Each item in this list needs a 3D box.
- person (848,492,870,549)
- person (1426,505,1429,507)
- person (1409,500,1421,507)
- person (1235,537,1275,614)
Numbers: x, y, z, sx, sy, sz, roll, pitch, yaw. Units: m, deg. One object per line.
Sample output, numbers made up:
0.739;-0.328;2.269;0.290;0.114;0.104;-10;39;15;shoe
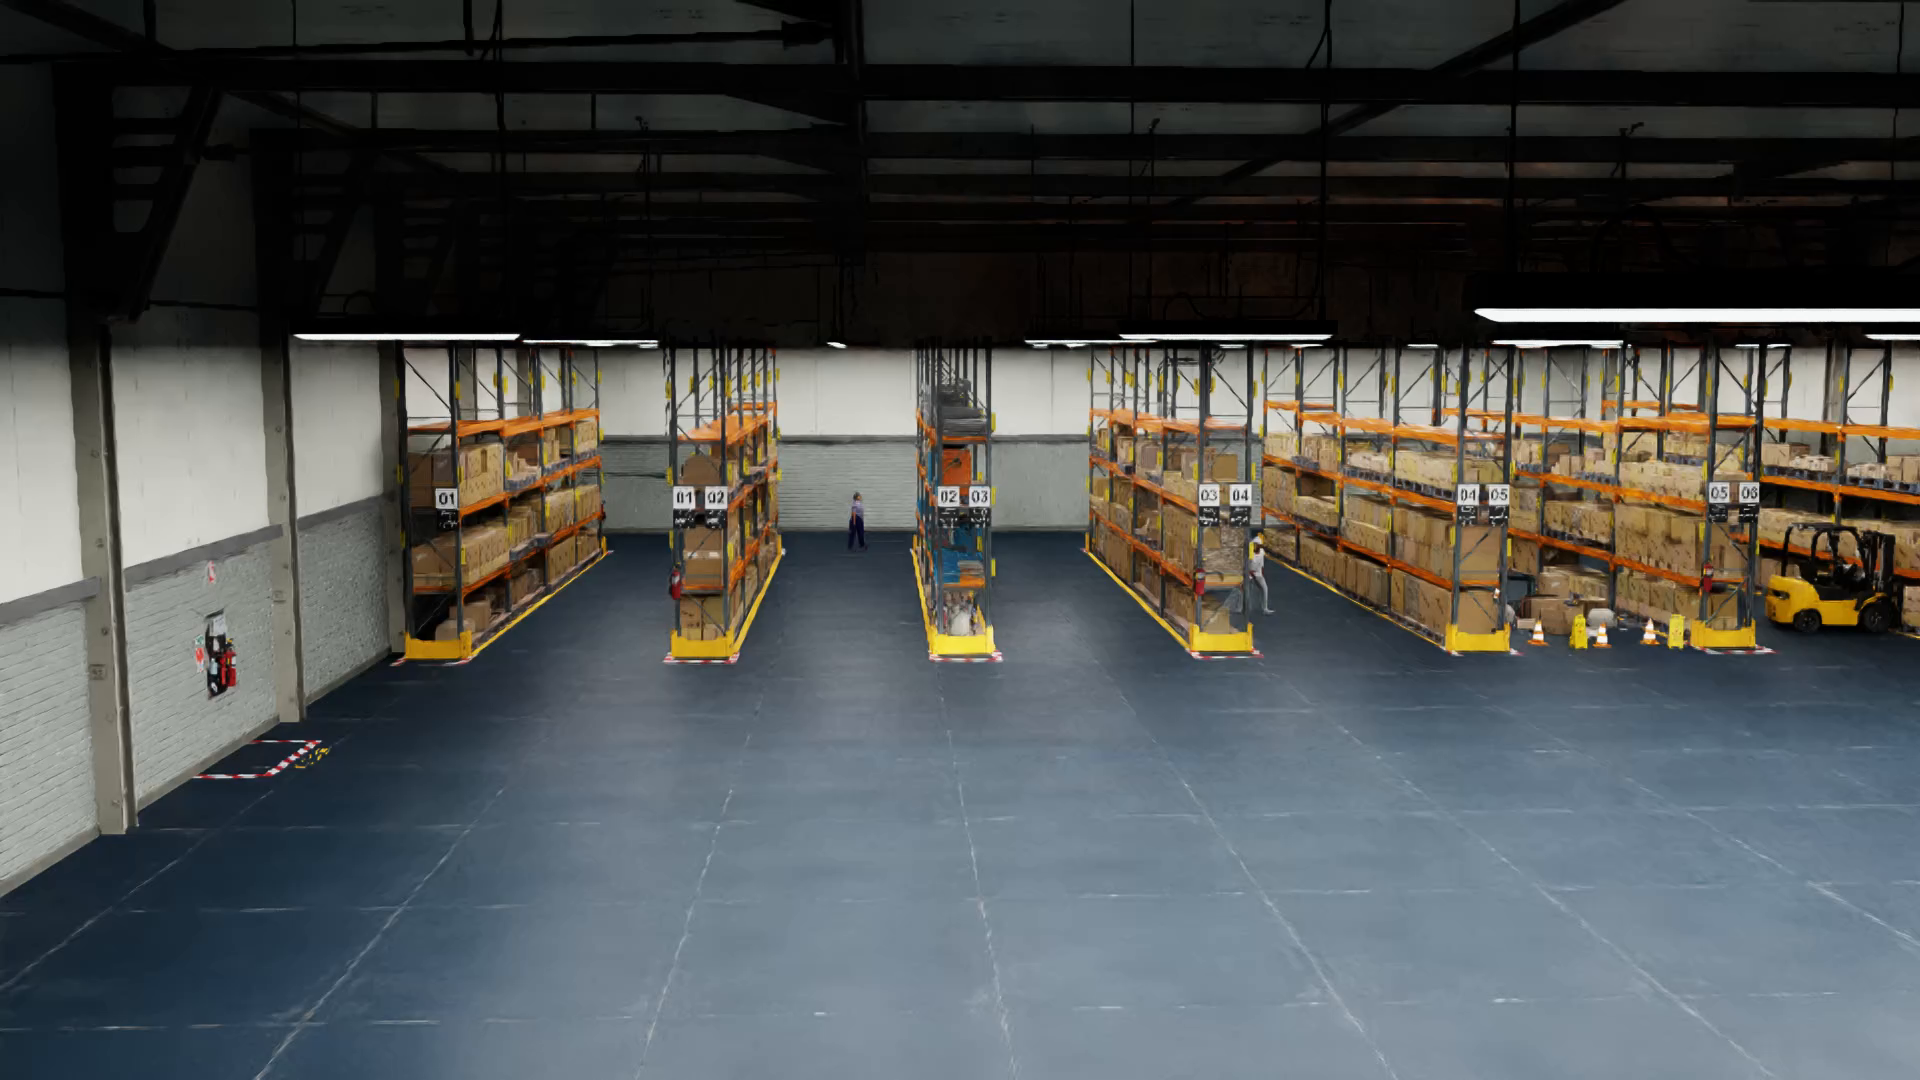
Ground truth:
-2.974;-0.569;48.136;0.485;1.649;0.609;3;7;22;person
14.898;-1.083;52.448;0.632;1.710;0.584;-5;8;-36;person
12.711;-0.435;46.634;0.486;1.721;0.625;-1;7;-8;person
6.388;0.759;36.254;0.708;1.702;0.843;-2;7;-19;person
